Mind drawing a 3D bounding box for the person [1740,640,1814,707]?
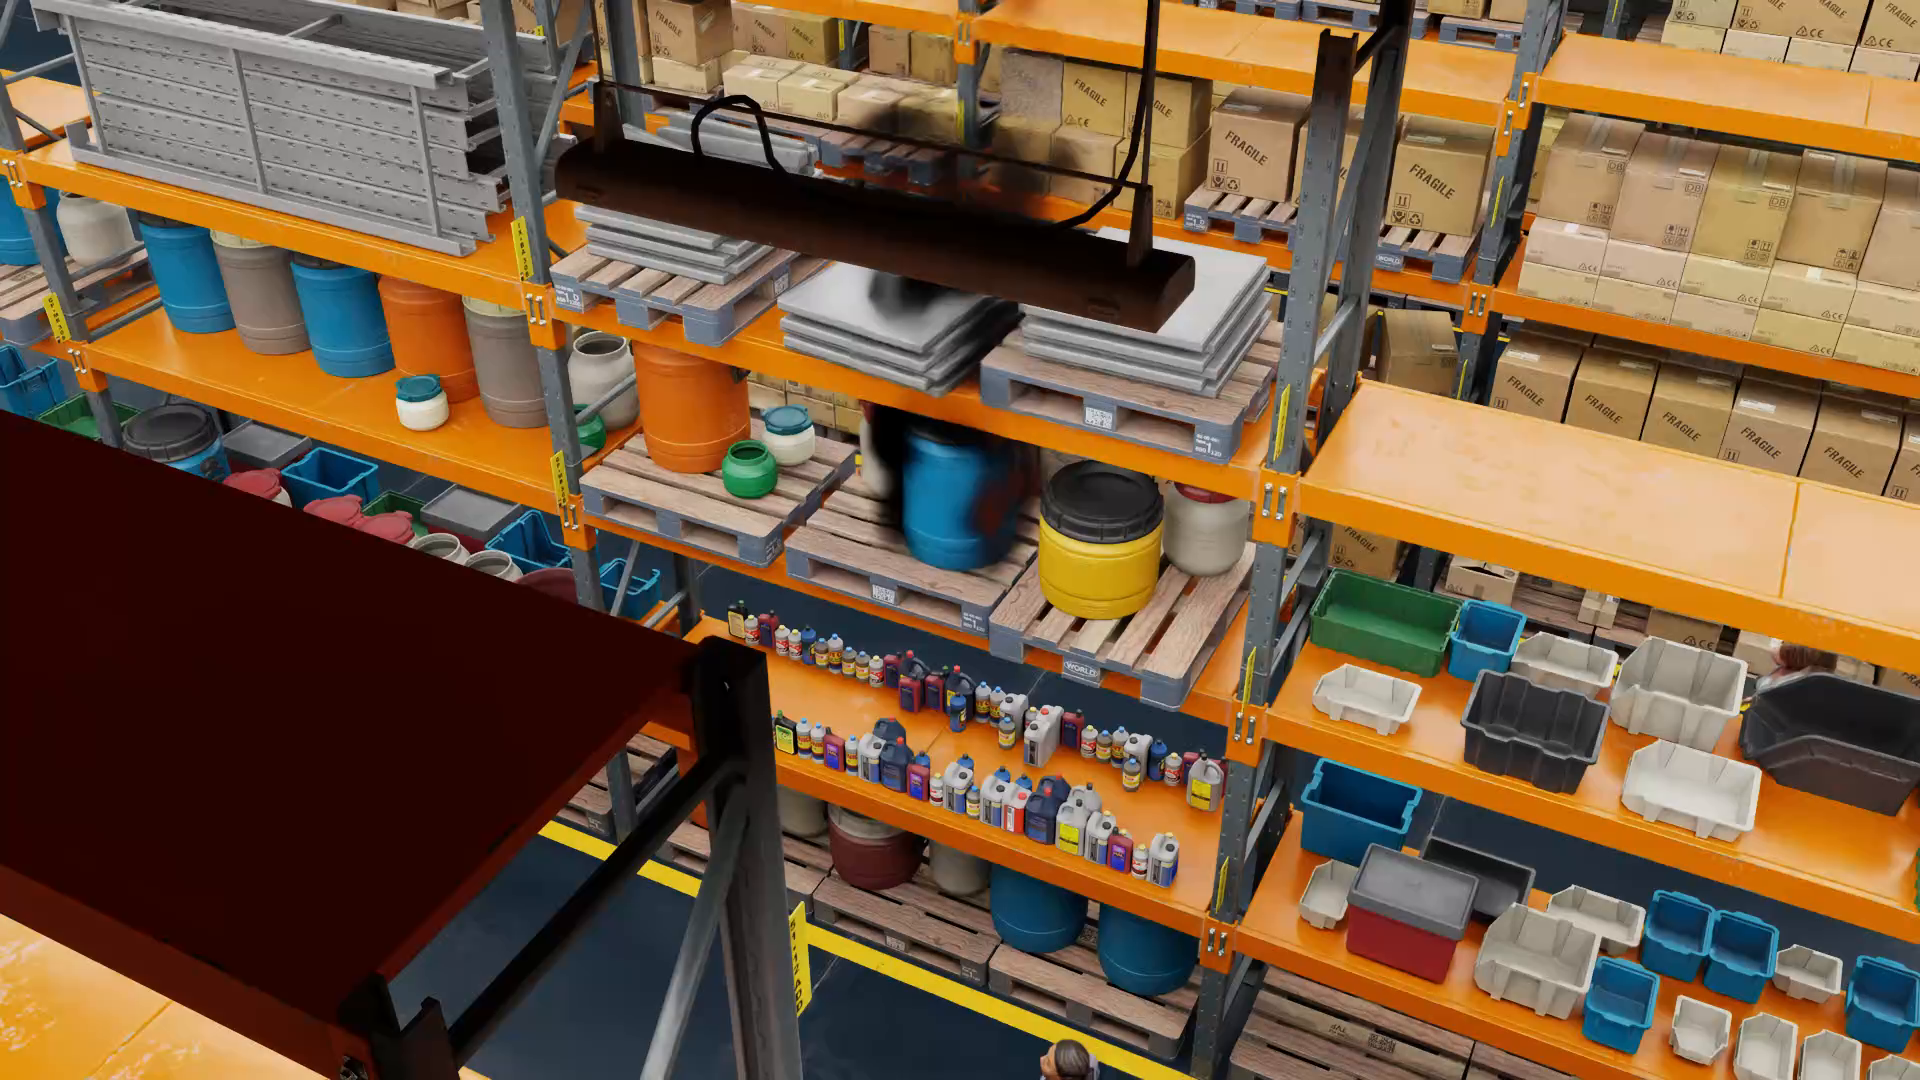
[{"bbox_3d":[5.243,1.265,10.722,0.548,1.565,0.548,12,37,16],"label":"person"}]

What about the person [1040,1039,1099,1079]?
[{"bbox_3d":[0.448,2.914,7.843,0.538,1.663,0.612,11,37,15],"label":"person"}]
